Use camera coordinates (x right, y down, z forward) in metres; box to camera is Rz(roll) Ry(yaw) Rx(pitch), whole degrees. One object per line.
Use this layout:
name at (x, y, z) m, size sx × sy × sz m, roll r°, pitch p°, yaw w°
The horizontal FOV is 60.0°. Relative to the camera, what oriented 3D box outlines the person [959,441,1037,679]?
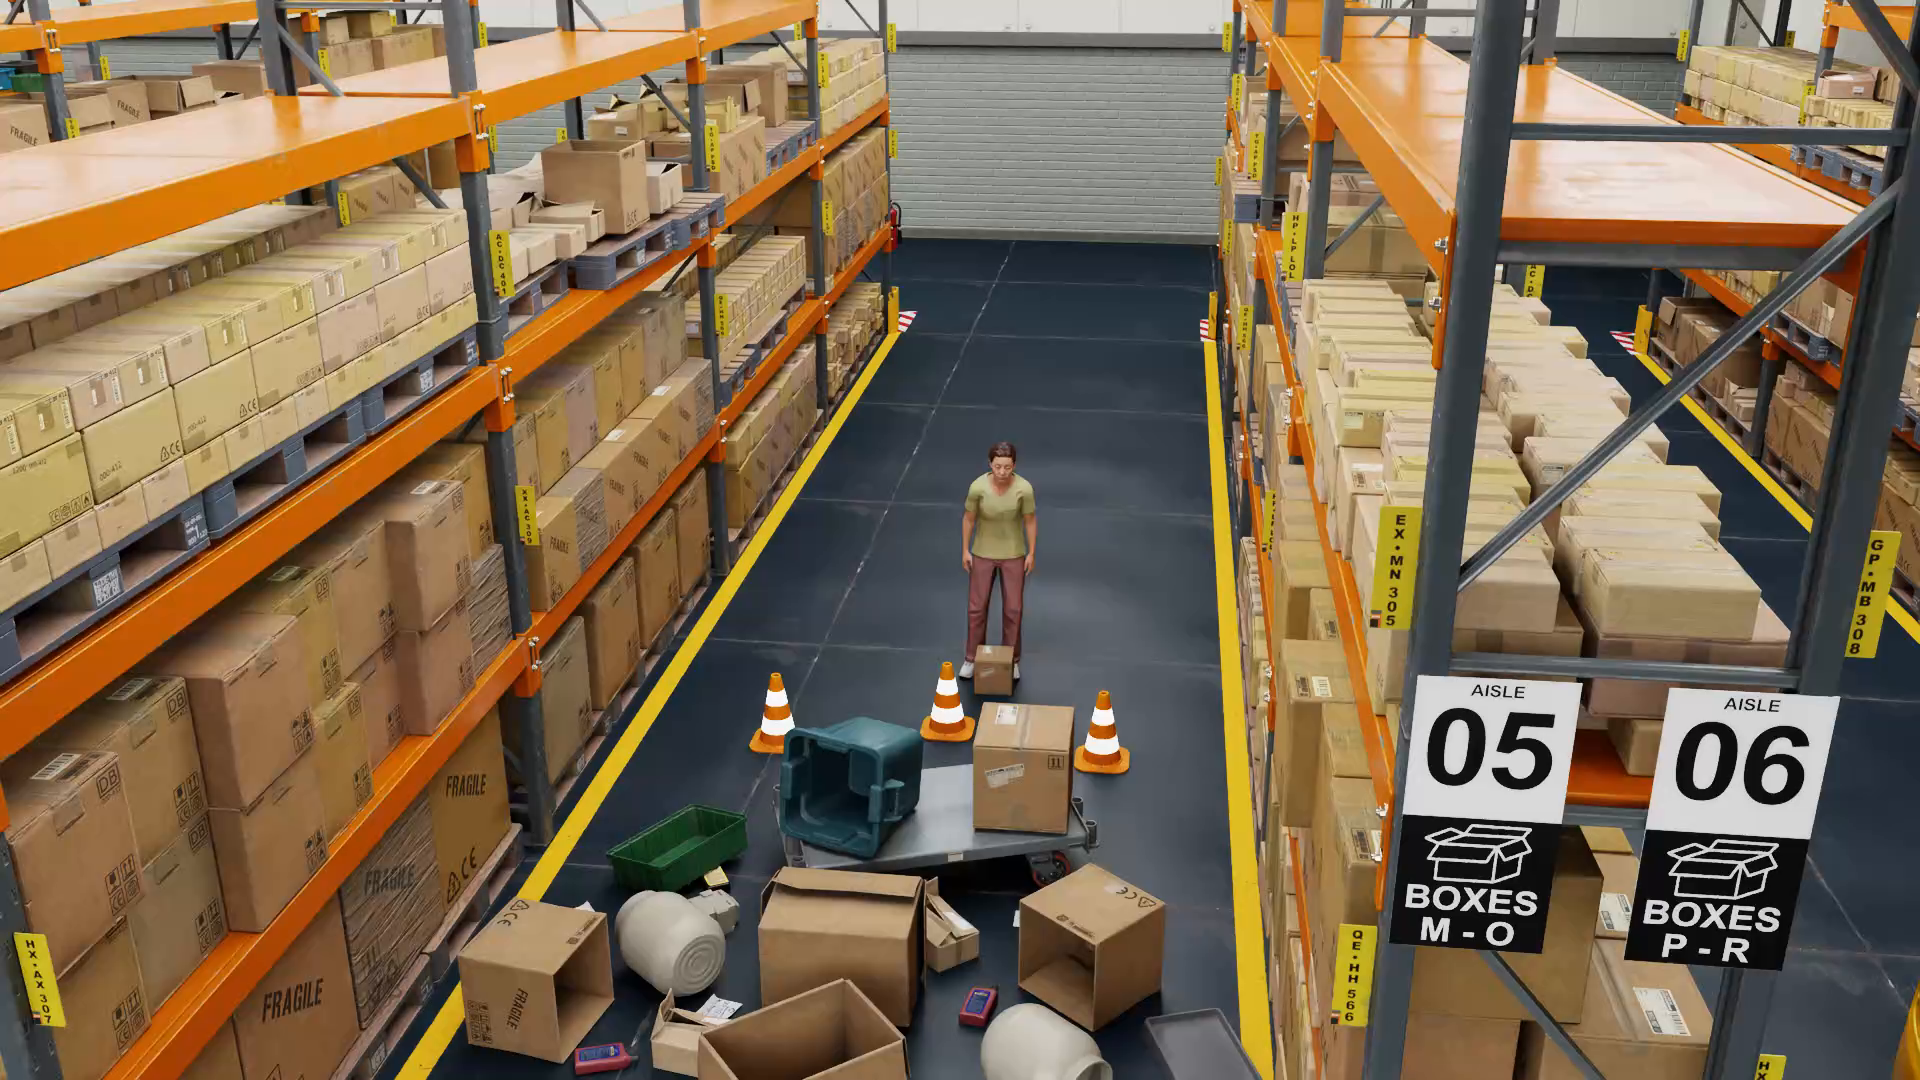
person at (0.257, 0.123, 11.172) m, size 0.513 × 1.671 × 0.359 m, roll 1°, pitch 21°, yaw 3°
